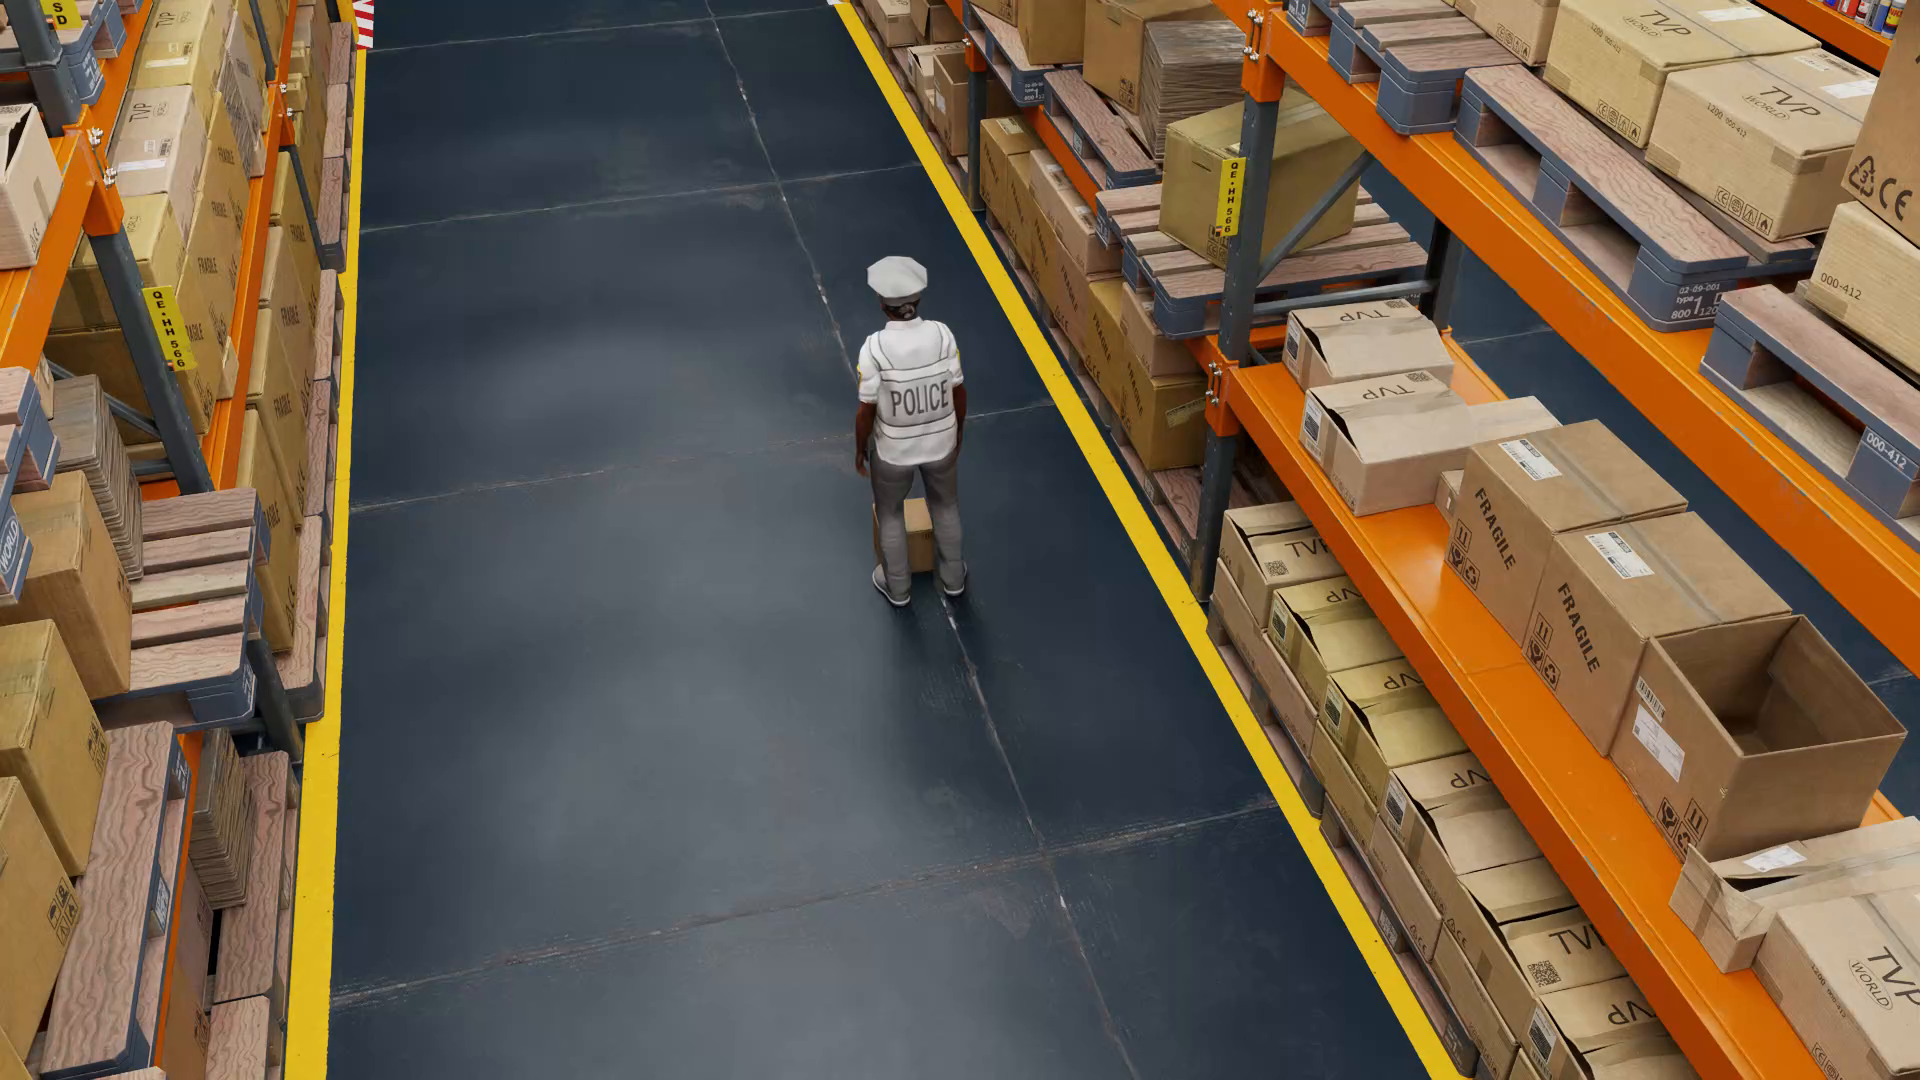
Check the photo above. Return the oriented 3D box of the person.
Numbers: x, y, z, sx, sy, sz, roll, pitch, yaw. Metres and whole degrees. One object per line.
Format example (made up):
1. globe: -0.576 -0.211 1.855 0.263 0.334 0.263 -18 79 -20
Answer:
1. person: -0.193 -0.427 7.251 0.506 1.660 0.392 -9 39 -11
